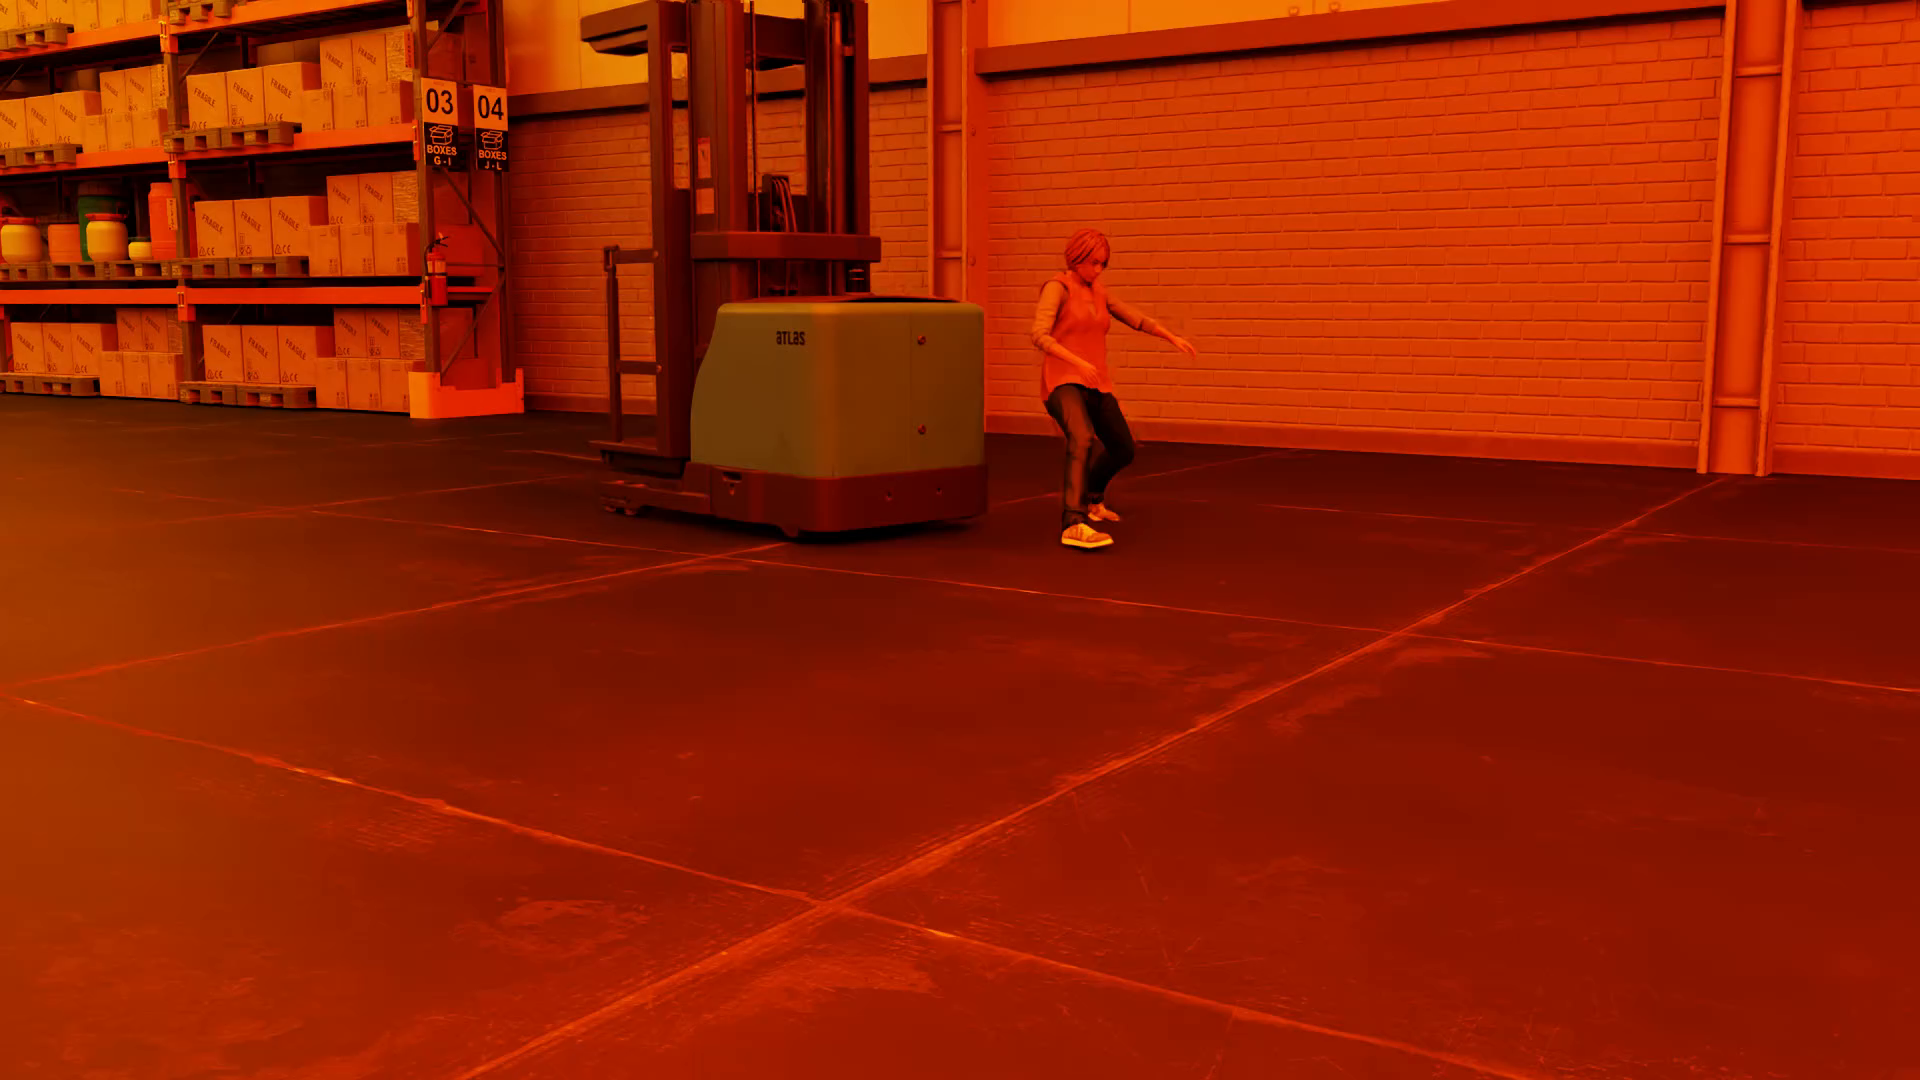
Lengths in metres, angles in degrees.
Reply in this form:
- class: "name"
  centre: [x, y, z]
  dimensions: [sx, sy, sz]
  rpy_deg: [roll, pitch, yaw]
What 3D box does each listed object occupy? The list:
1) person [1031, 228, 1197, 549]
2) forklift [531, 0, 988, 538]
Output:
- class: "person"
  centre: [0.647, -0.717, 7.716]
  dimensions: [0.983, 1.440, 0.912]
  rpy_deg: [-8, 11, -44]
- class: "forklift"
  centre: [-1.225, -1.616, 8.557]
  dimensions: [1.130, 2.935, 3.031]
  rpy_deg: [-7, 11, -41]
